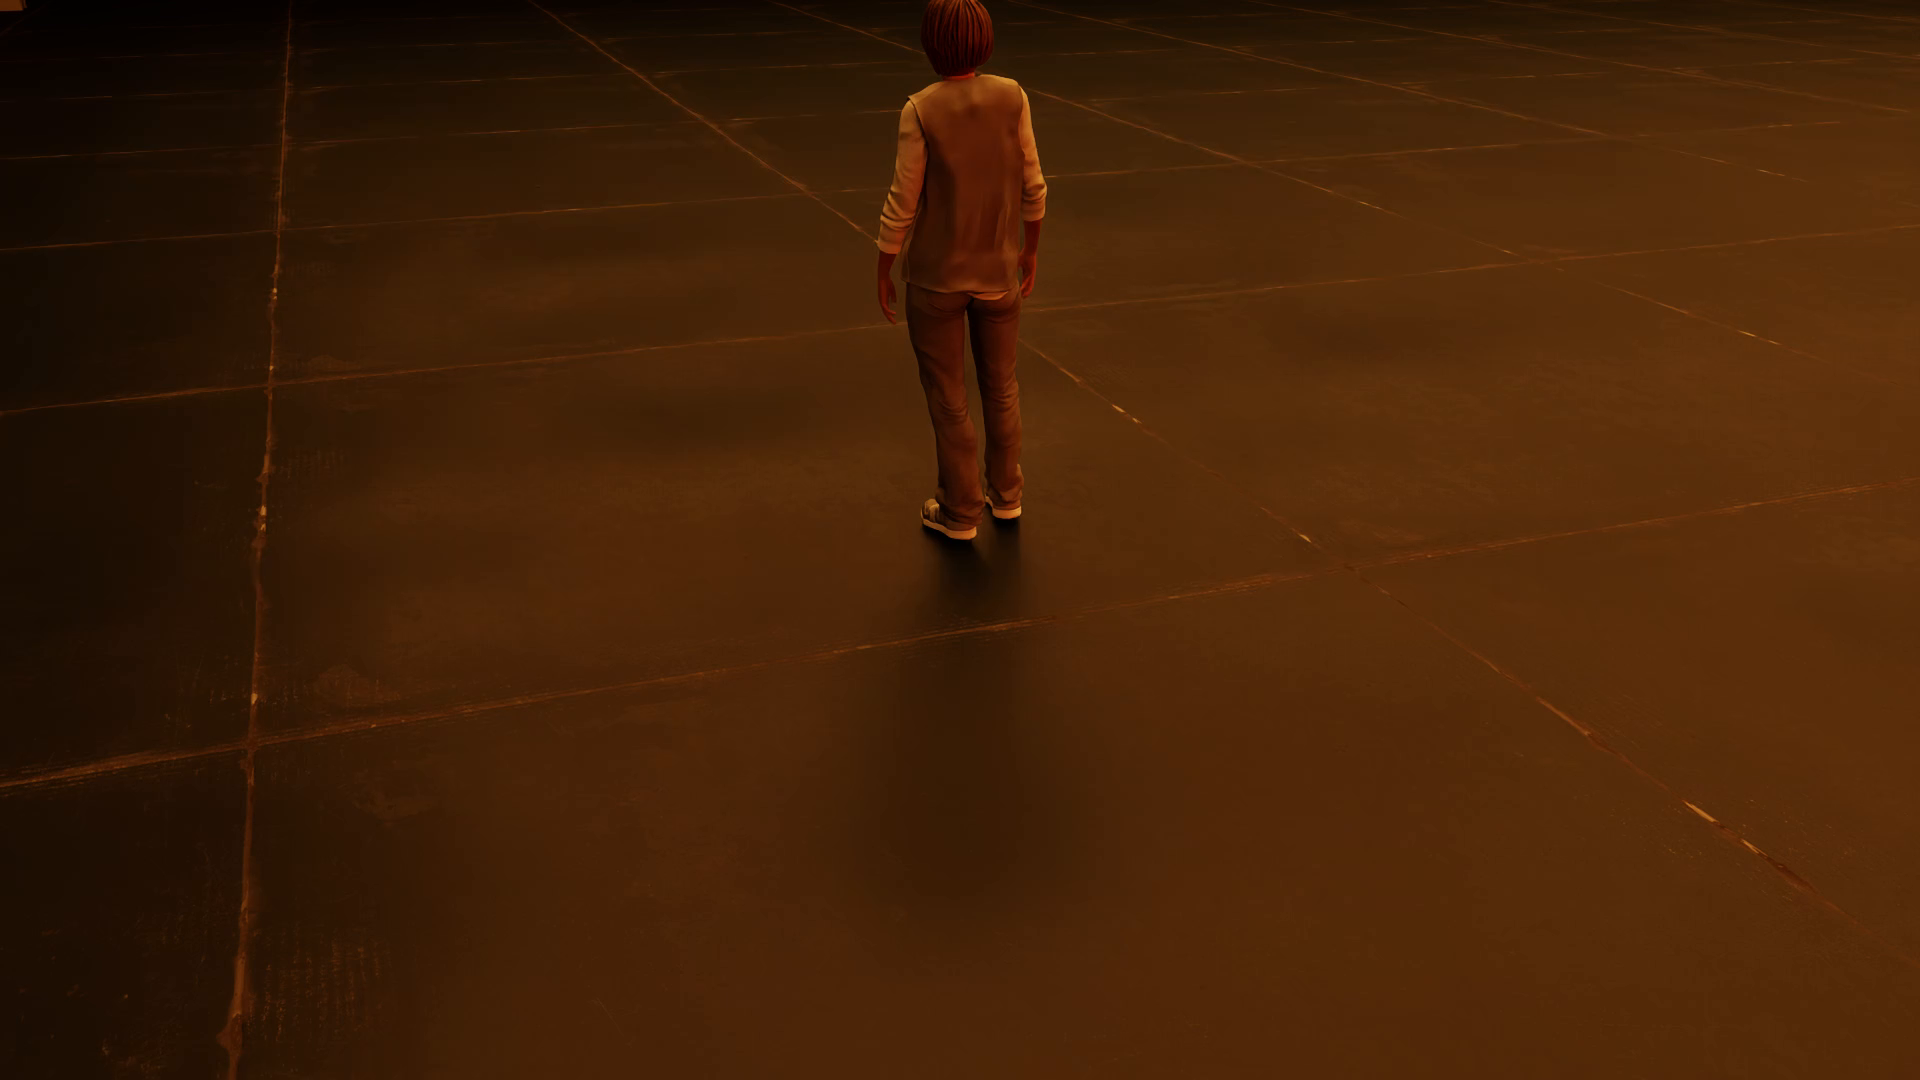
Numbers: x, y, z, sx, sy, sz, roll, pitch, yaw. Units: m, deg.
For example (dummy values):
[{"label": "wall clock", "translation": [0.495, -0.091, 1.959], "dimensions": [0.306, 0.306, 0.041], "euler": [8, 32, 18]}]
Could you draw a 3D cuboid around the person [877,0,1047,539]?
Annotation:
[{"label": "person", "translation": [-0.012, -0.772, 4.835], "dimensions": [0.520, 1.597, 0.475], "euler": [-8, 24, -18]}]
